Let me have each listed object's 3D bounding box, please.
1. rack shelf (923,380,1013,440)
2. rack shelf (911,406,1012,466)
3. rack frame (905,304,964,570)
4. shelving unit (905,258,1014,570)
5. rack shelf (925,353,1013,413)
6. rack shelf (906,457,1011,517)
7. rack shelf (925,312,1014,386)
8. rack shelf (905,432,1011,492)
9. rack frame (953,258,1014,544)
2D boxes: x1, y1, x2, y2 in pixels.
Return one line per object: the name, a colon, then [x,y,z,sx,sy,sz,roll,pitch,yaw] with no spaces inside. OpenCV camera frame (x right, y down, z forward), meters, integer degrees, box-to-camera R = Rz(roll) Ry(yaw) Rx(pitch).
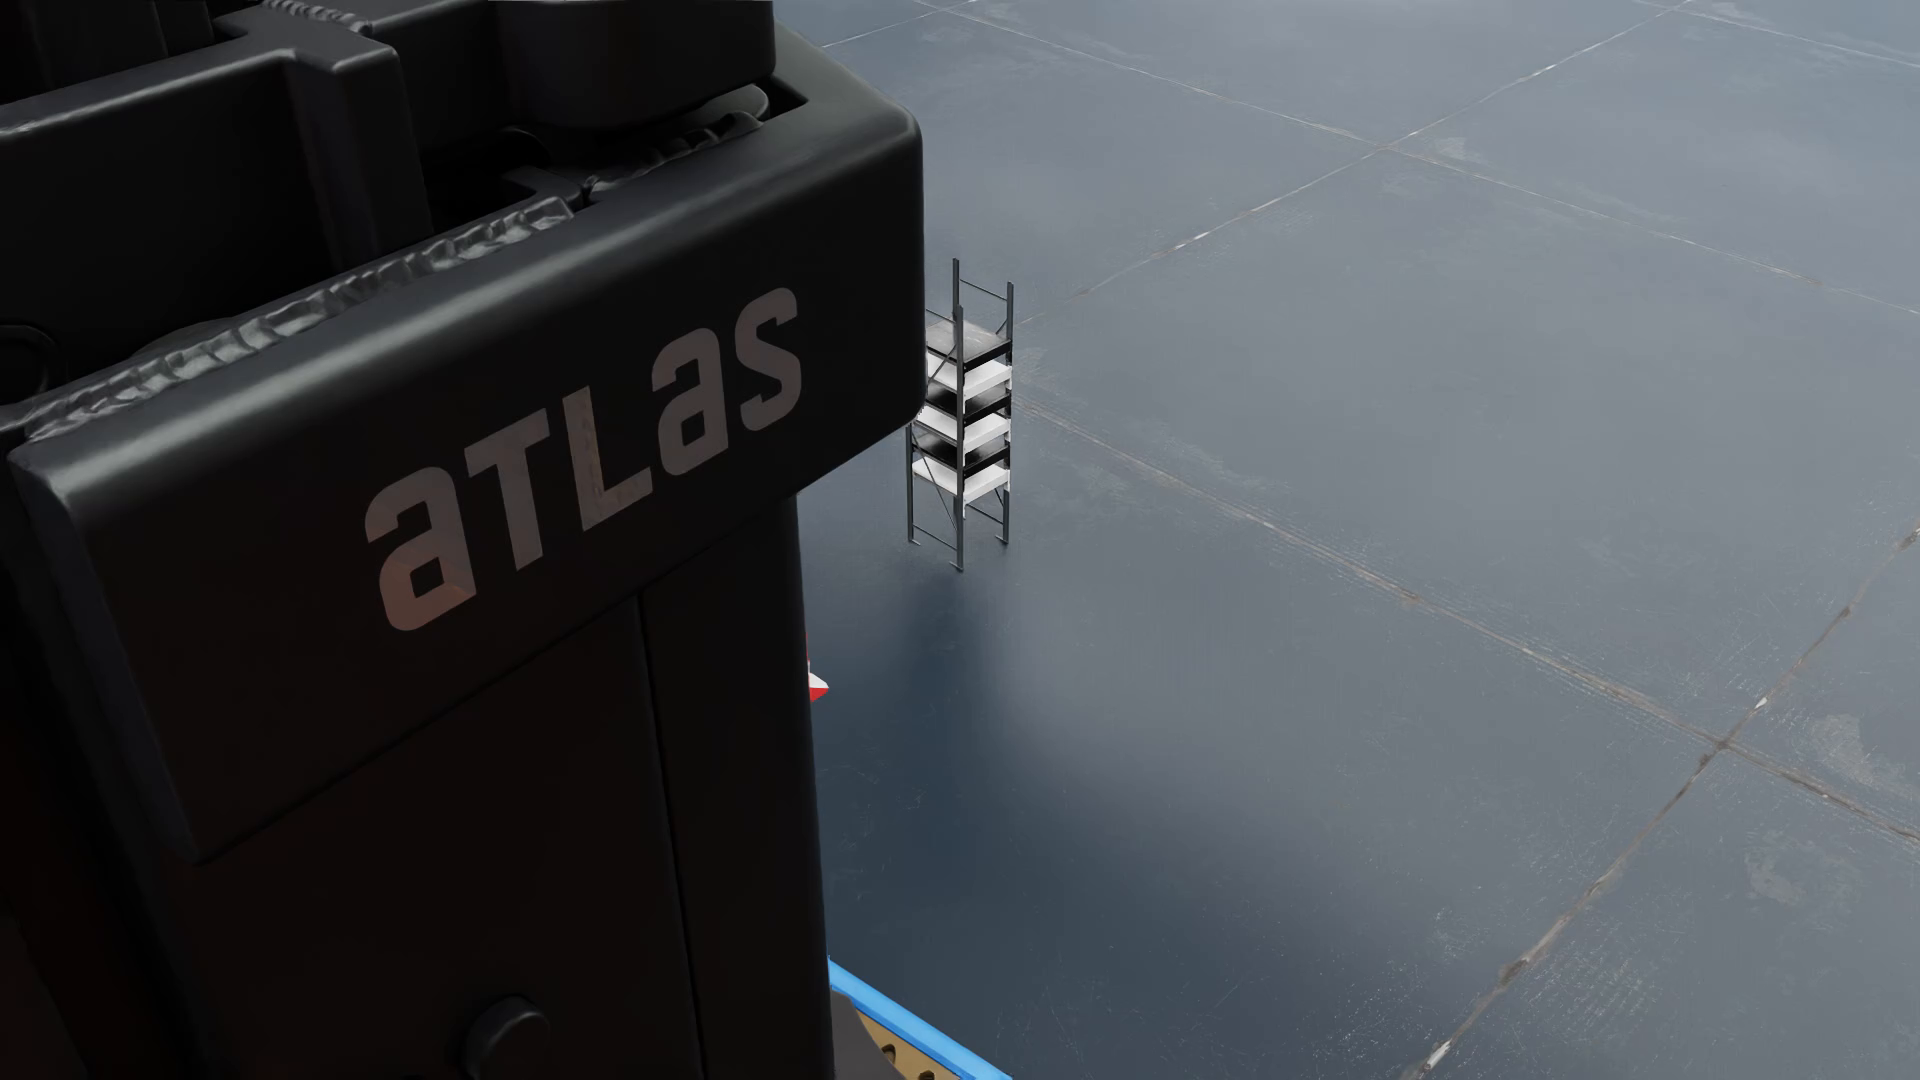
rack shelf: [-0.006,-0.412,4.955,0.258,0.077,0.200,30,45,35]
rack shelf: [-0.006,-0.338,5.007,0.258,0.077,0.200,30,45,35]
rack frame: [-0.077,-0.325,4.929,0.240,0.900,0.006,30,45,35]
shelving unit: [-0.006,-0.366,4.988,0.258,0.900,0.210,30,45,35]
rack shelf: [-0.006,-0.486,4.904,0.258,0.077,0.200,30,45,35]
rack shelf: [-0.006,-0.191,5.110,0.258,0.077,0.200,30,45,35]
rack shelf: [-0.006,-0.560,4.852,0.258,0.077,0.200,30,45,35]
rack shelf: [-0.006,-0.265,5.058,0.258,0.077,0.200,30,45,35]
rack frame: [0.066,-0.407,5.047,0.240,0.900,0.006,30,45,35]
